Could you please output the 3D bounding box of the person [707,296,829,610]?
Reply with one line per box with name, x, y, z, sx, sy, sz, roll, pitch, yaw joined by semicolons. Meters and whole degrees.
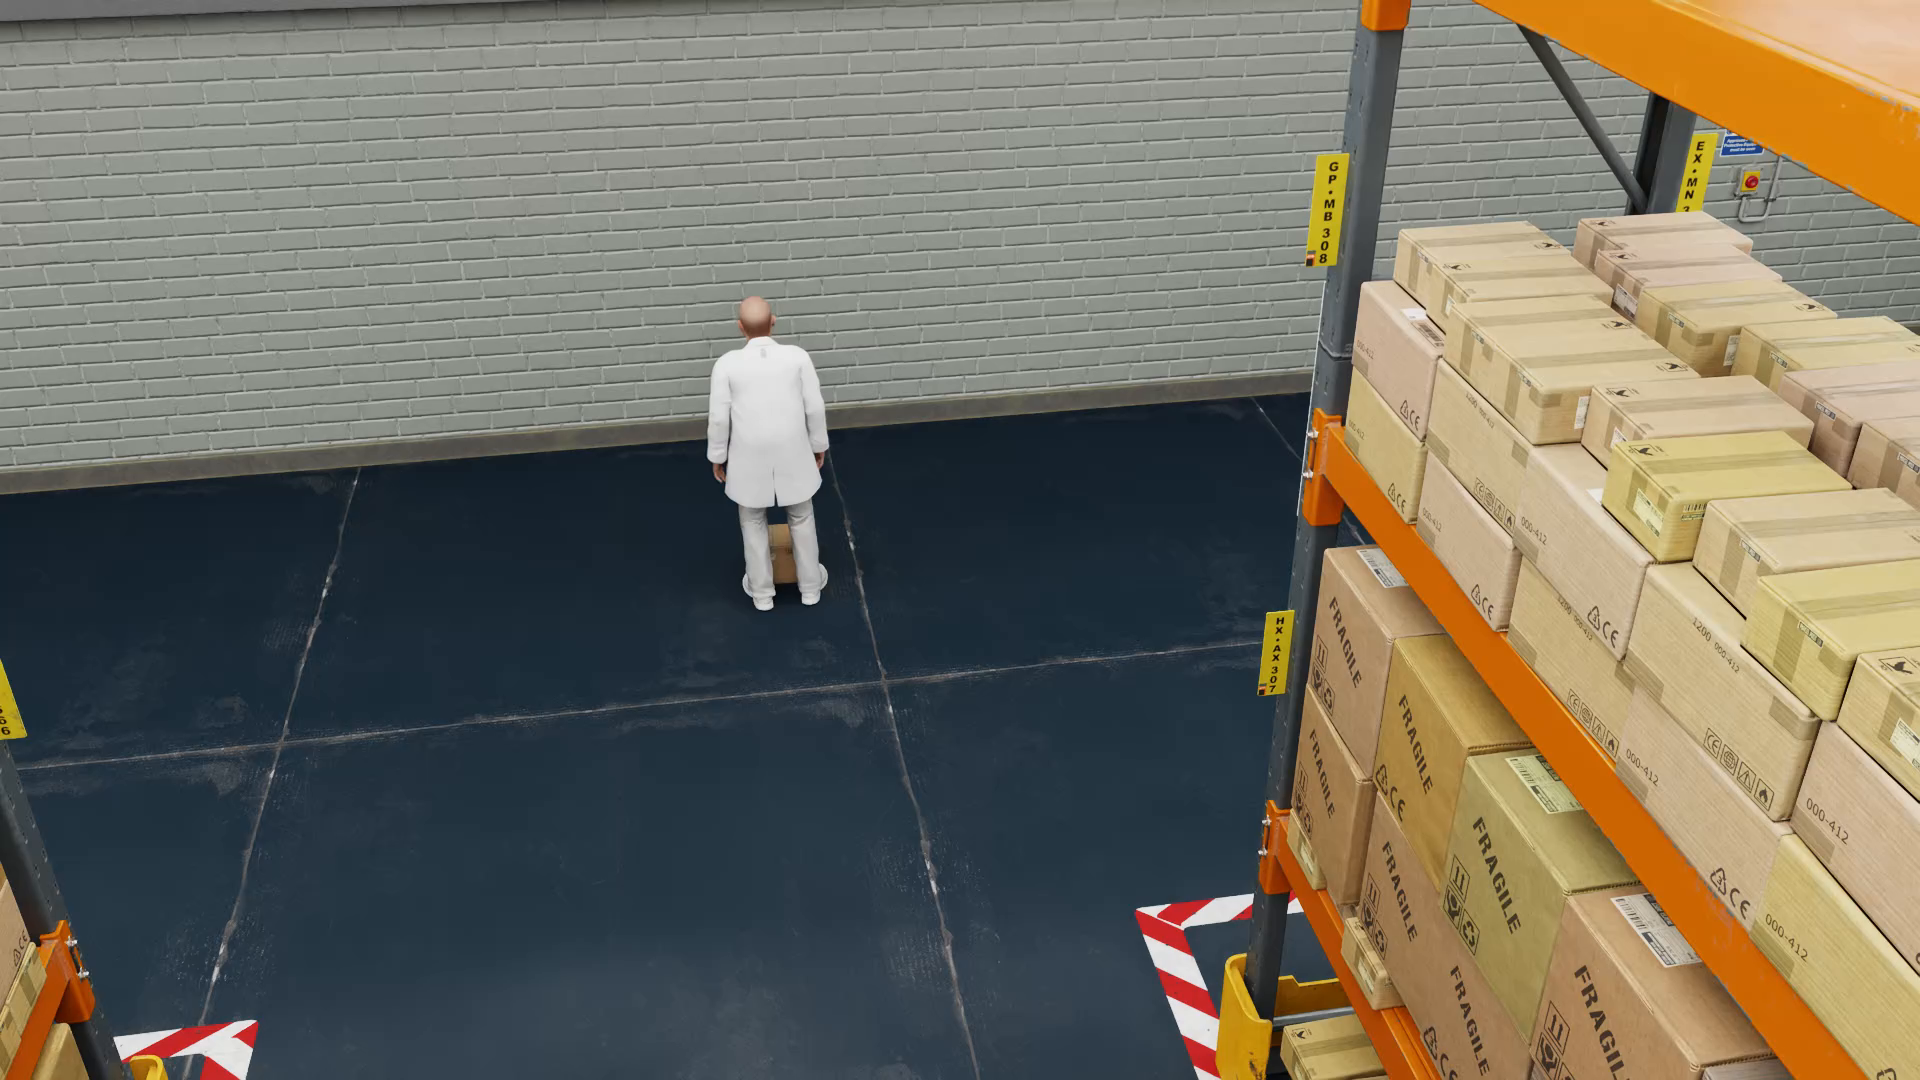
person;-1.025;-0.454;8.934;0.656;1.774;0.416;-6;31;-10
